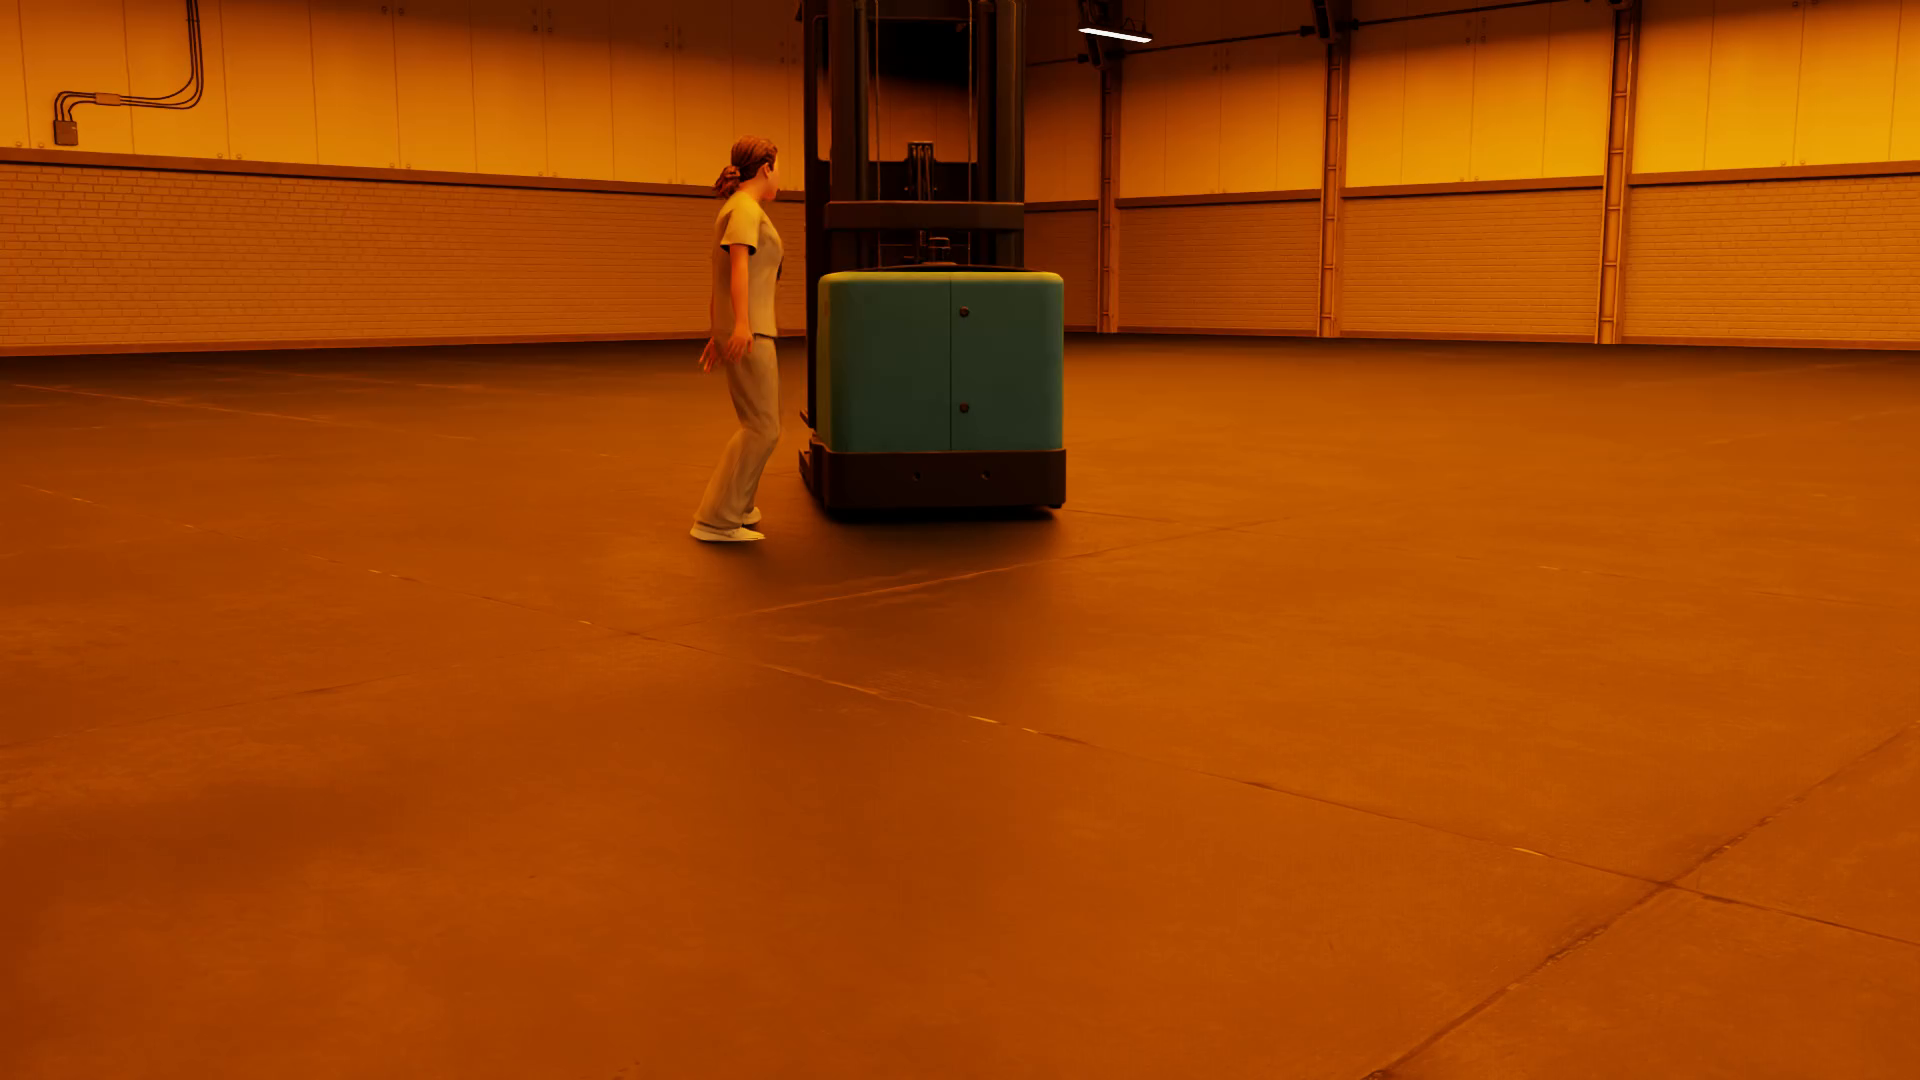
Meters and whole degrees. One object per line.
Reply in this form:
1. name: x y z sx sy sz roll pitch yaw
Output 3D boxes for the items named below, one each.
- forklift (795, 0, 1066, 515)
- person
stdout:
1. forklift: -0.260 -1.744 8.453 1.130 2.935 3.031 -1 9 -8
2. person: -0.913 -0.810 6.765 0.424 1.646 0.799 -2 9 -13
